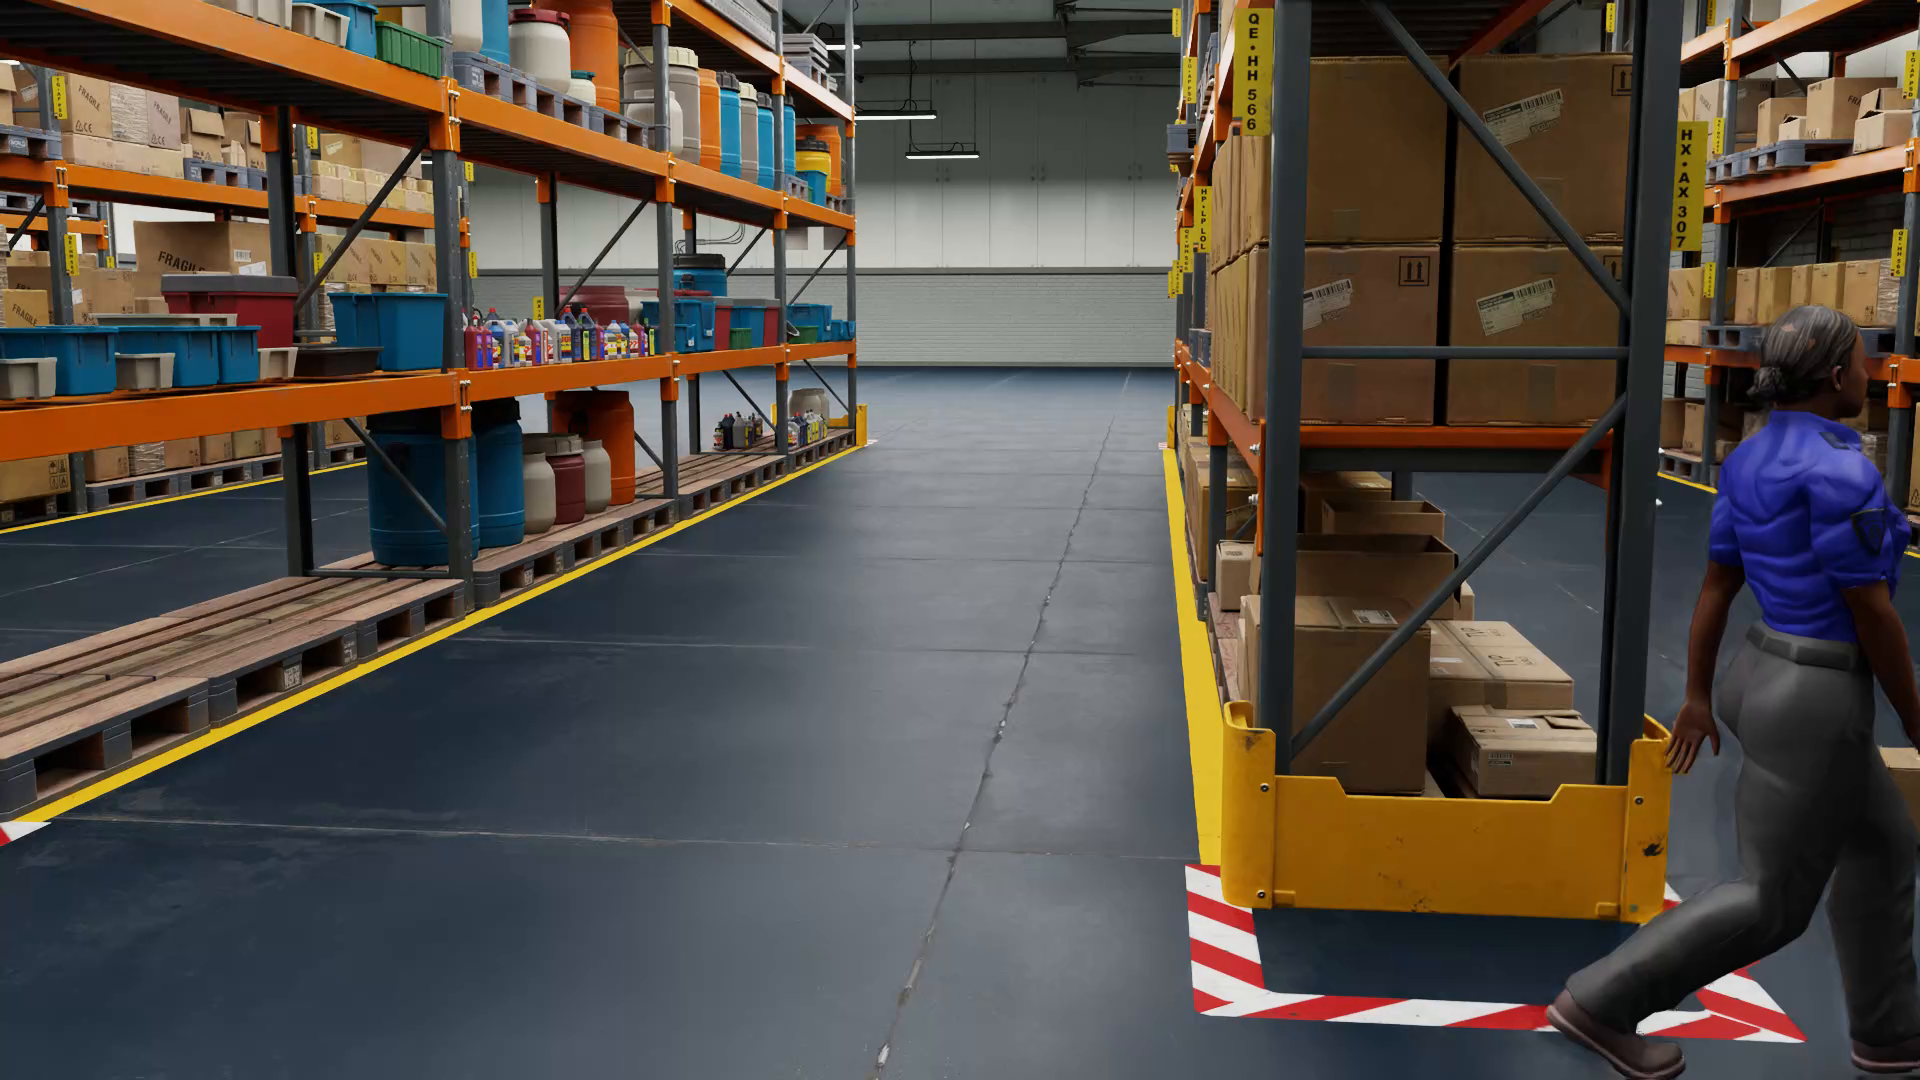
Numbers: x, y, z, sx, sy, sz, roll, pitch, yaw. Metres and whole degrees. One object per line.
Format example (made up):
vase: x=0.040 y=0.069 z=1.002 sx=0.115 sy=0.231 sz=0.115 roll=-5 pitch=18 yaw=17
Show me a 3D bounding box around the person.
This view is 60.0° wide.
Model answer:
person: x=1.688 y=0.330 z=3.371 sx=0.987 sy=1.597 sz=0.431 roll=1 pitch=8 yaw=4
